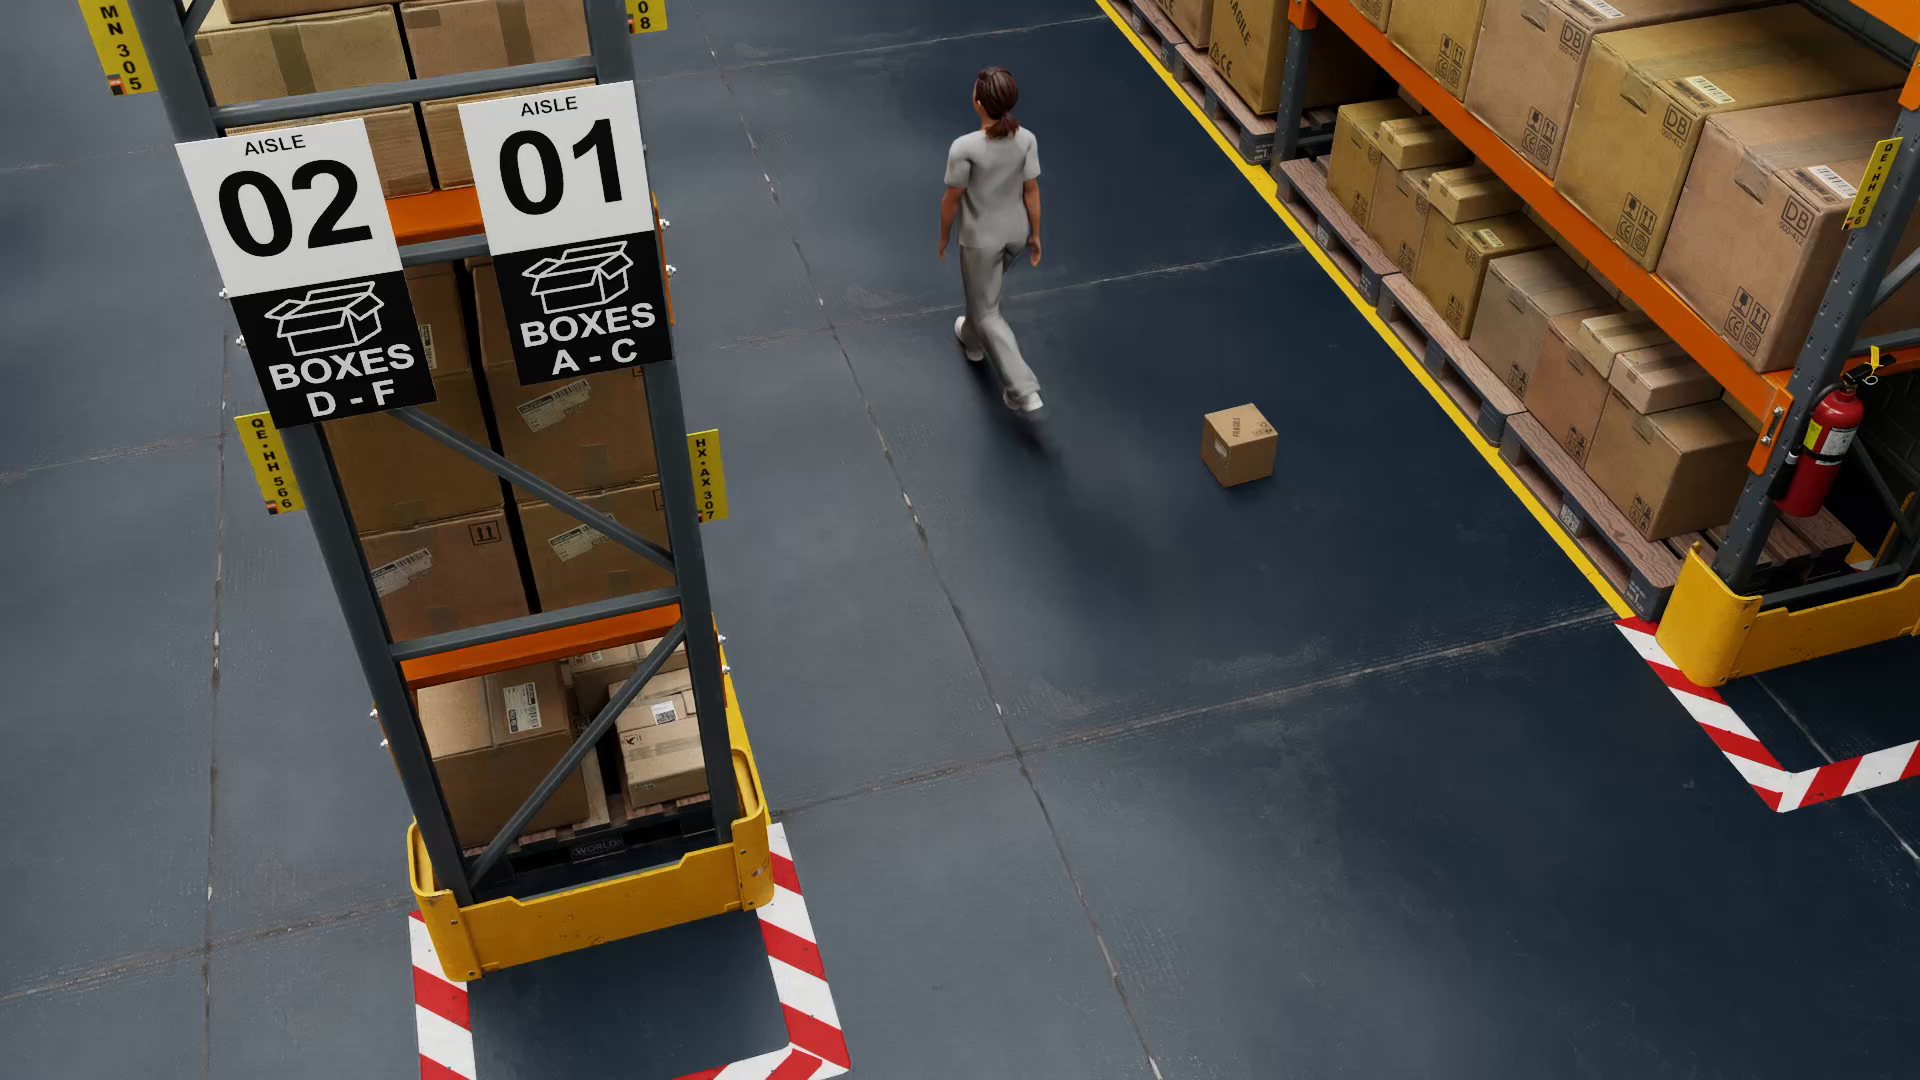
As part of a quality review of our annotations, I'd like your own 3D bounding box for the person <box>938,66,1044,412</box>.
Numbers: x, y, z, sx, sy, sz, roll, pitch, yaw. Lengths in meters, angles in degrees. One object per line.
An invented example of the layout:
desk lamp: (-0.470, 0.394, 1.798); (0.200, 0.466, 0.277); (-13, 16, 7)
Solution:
person: (0.158, -1.373, 7.672); (0.455, 1.628, 0.983); (-20, 46, -20)
